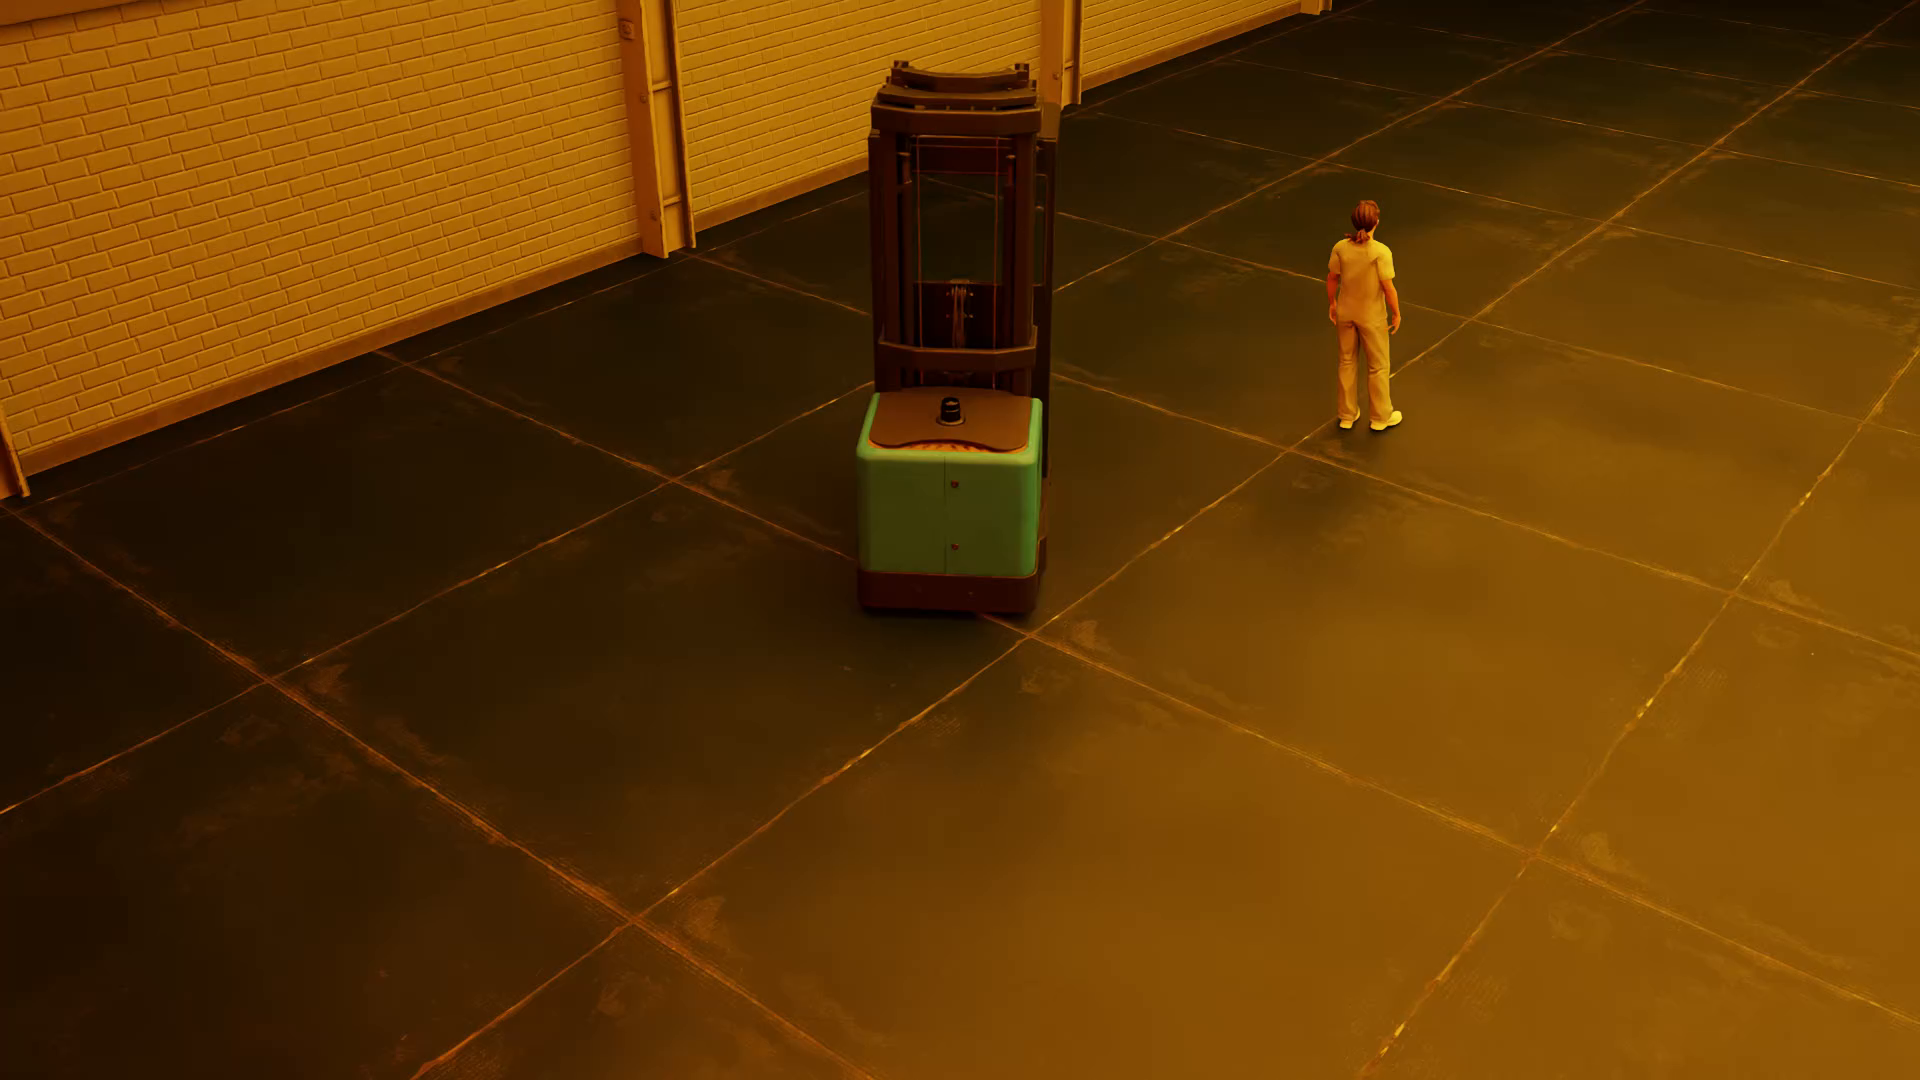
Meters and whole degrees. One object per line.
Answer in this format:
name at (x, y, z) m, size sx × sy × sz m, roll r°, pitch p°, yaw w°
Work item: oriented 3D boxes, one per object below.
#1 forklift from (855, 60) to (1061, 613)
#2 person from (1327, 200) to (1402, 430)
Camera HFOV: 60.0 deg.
forklift at (0.036, -1.557, 10.259) m, size 1.130 × 2.935 × 3.031 m, roll 2°, pitch 30°, yaw 4°
person at (2.811, -1.565, 11.503) m, size 0.549 × 1.674 × 0.549 m, roll 21°, pitch 37°, yaw 32°
